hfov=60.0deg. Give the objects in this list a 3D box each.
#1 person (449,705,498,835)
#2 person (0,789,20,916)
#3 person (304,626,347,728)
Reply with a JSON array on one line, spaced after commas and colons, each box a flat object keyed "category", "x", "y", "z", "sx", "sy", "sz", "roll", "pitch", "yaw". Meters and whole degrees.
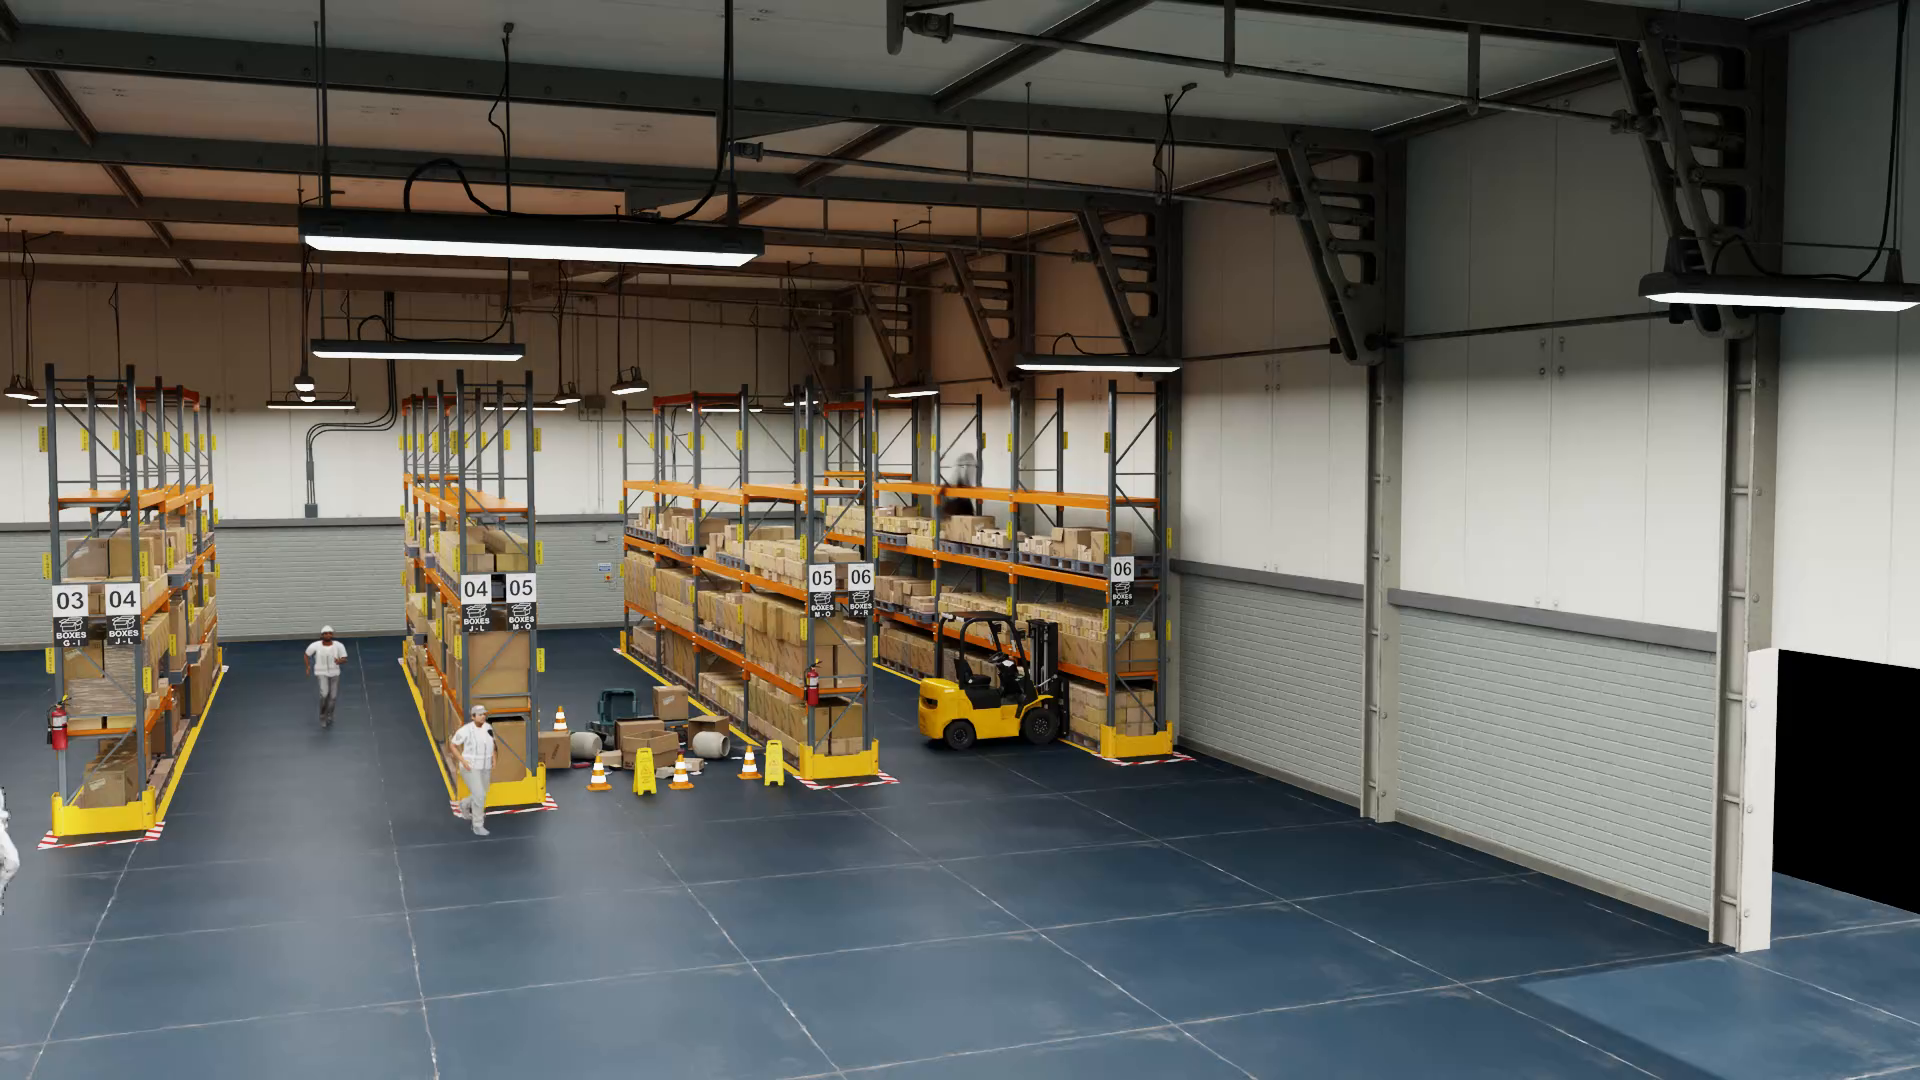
[{"category": "person", "x": -6.277, "y": 2.954, "z": 21.501, "sx": 0.751, "sy": 1.659, "sz": 0.634, "roll": 3, "pitch": 4, "yaw": 38}, {"category": "person", "x": -10.198, "y": 3.092, "z": 17.419, "sx": 0.686, "sy": 1.772, "sz": 0.658, "roll": 1, "pitch": 3, "yaw": 14}, {"category": "person", "x": -11.160, "y": 2.410, "z": 29.335, "sx": 0.671, "sy": 1.801, "sz": 0.728, "roll": -2, "pitch": 4, "yaw": -32}]
